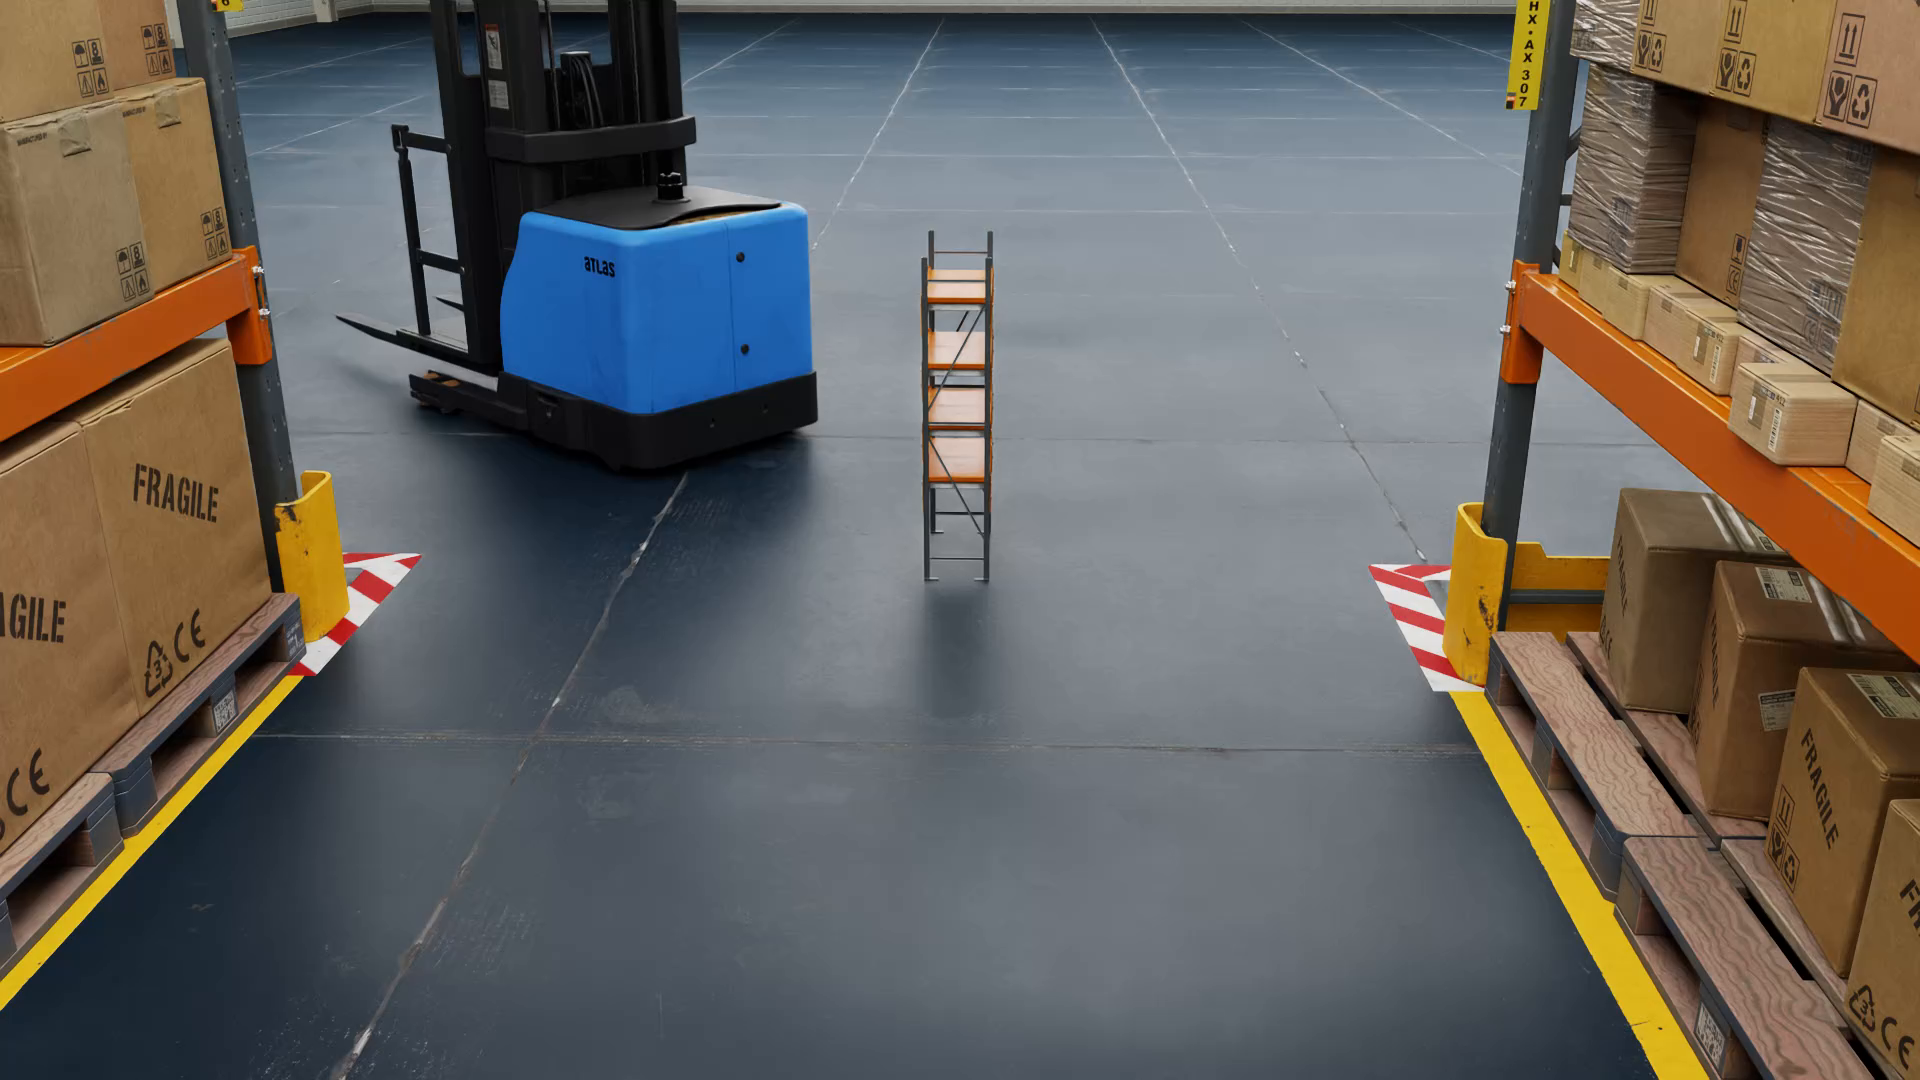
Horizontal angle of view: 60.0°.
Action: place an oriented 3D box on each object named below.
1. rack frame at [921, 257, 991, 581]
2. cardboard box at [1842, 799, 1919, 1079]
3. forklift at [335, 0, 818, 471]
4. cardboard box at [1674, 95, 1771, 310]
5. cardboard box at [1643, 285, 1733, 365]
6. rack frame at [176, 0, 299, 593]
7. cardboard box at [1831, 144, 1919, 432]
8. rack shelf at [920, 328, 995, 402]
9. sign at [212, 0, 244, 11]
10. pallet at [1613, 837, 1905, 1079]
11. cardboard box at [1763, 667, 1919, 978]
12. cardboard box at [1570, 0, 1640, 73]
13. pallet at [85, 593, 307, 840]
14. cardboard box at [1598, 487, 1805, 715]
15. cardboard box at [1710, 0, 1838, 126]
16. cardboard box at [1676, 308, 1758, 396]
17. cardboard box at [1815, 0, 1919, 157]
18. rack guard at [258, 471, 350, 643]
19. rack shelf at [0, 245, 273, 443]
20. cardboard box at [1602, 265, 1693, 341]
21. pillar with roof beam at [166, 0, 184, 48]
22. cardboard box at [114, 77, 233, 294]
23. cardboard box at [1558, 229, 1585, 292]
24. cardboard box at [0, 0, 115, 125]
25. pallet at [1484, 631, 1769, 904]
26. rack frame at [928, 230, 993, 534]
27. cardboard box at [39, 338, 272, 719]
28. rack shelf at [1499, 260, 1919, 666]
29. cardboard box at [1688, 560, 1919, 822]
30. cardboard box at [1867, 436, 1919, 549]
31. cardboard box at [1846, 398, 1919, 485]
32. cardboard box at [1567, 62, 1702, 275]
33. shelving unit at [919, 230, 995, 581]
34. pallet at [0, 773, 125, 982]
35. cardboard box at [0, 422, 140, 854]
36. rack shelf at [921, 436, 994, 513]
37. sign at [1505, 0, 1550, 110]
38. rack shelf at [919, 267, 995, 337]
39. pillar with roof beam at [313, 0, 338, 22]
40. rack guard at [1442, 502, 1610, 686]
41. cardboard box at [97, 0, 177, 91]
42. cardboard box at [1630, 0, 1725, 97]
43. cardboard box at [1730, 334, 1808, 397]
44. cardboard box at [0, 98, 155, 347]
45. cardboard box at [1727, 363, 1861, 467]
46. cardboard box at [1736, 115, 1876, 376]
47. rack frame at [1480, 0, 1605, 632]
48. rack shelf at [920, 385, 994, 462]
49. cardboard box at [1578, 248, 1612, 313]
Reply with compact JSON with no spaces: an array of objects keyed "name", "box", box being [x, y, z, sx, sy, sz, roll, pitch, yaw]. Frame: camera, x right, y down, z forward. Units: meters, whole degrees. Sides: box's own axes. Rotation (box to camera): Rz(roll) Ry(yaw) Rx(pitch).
[{"name":"rack frame","box":[-0.012,-0.411,5.930,0.240,1.200,0.015,1,21,2]},{"name":"cardboard box","box":[2.085,0.824,3.134,0.500,0.500,0.500,-1,21,-3]},{"name":"forklift","box":[-2.082,-2.100,7.888,3.031,2.935,1.130,19,28,40]},{"name":"cardboard box","box":[2.265,-0.820,3.946,0.875,0.500,0.500,1,21,2]},{"name":"cardboard box","box":[1.922,-0.527,4.087,0.380,0.149,0.250,1,21,2]},{"name":"rack frame","box":[-2.750,-1.106,5.234,1.000,3.000,0.127,1,21,2]},{"name":"cardboard box","box":[2.180,-0.459,3.016,0.875,0.500,0.500,1,21,2]},{"name":"rack shelf","box":[-0.005,-0.645,6.101,0.258,0.148,0.480,1,21,2]},{"name":"sign","box":[-2.208,-1.746,4.953,0.100,0.325,0.005,1,21,2]},{"name":"pallet","box":[2.102,1.046,3.543,1.003,0.211,1.213,1,21,2]},{"name":"cardboard box","box":[2.147,0.623,3.653,0.500,0.500,0.500,3,21,7]},{"name":"cardboard box","box":[1.916,-1.471,4.241,0.500,0.500,0.500,1,21,2]},{"name":"pallet","box":[-2.696,0.484,4.991,1.003,0.211,1.213,1,21,2]},{"name":"cardboard box","box":[2.169,0.180,4.794,0.500,0.500,0.500,5,22,12]},{"name":"cardboard box","box":[1.880,-1.109,3.310,0.500,0.500,0.500,1,21,2]},{"name":"cardboard box","box":[1.907,-0.436,3.854,0.380,0.149,0.250,1,21,2]},{"name":"cardboard box","box":[1.870,-0.928,2.844,0.500,0.500,0.500,1,21,2]},{"name":"rack guard","box":[-2.749,0.050,5.708,1.175,0.500,0.348,1,21,2]},{"name":"rack shelf","box":[-2.811,-0.048,3.500,1.077,0.370,4.000,1,21,2]},{"name":"cardboard box","box":[1.908,-0.617,4.321,0.380,0.149,0.250,1,21,2]},{"name":"pillar with roof beam","box":[-8.551,-12.363,25.951,9.100,9.000,0.400,1,21,2]},{"name":"cardboard box","box":[-2.716,-1.042,4.860,0.875,0.550,0.550,1,21,2]},{"name":"cardboard box","box":[1.958,-0.798,4.786,0.380,0.149,0.250,1,21,2]},{"name":"cardboard box","box":[-2.724,-1.346,4.151,0.875,0.550,0.550,1,21,2]},{"name":"pallet","box":[2.142,0.606,4.676,1.003,0.211,1.213,1,21,2]},{"name":"rack frame","box":[0.002,-0.588,6.385,0.240,1.200,0.015,1,21,2]},{"name":"cardboard box","box":[-2.704,-0.066,4.908,0.875,0.875,0.875,1,21,2]},{"name":"rack shelf","box":[2.144,0.043,3.265,1.077,0.370,4.000,1,21,2]},{"name":"cardboard box","box":[2.185,0.396,4.236,0.500,0.500,0.500,6,22,16]},{"name":"cardboard box","box":[1.856,-0.075,2.923,0.380,0.149,0.250,1,21,2]},{"name":"cardboard box","box":[1.940,-0.165,3.154,0.380,0.149,0.250,1,21,2]},{"name":"cardboard box","box":[2.161,-1.002,4.415,0.875,0.500,0.500,1,21,2]},{"name":"shelving unit","box":[-0.005,-0.500,6.158,0.258,1.200,0.503,1,21,2]},{"name":"pallet","box":[-2.736,0.924,3.857,1.003,0.211,1.213,1,21,2]},{"name":"cardboard box","box":[-2.729,0.252,4.088,0.875,0.875,0.875,0,21,1]},{"name":"rack shelf","box":[-0.005,-0.252,6.254,0.258,0.148,0.480,1,21,2]},{"name":"sign","box":[1.662,-1.425,4.858,0.100,0.325,0.005,1,21,2]},{"name":"rack shelf","box":[-0.005,-0.866,6.015,0.258,0.148,0.480,1,21,2]},{"name":"pillar with roof beam","box":[-8.369,-14.532,31.542,9.100,9.000,0.400,1,21,2]},{"name":"rack guard","box":[2.202,0.178,5.380,1.175,0.500,0.348,1,21,2]},{"name":"cardboard box","box":[-2.800,-1.546,4.667,0.875,0.550,0.550,1,21,2]},{"name":"cardboard box","box":[1.893,-1.290,3.776,0.500,0.500,0.500,1,21,2]},{"name":"cardboard box","box":[1.926,-0.346,3.621,0.380,0.149,0.250,1,21,2]},{"name":"cardboard box","box":[-2.711,-0.843,4.346,0.875,0.550,0.550,1,21,2]},{"name":"cardboard box","box":[1.815,-0.256,3.390,0.380,0.149,0.250,1,21,2]},{"name":"cardboard box","box":[2.207,-0.640,3.481,0.875,0.500,0.500,1,21,2]},{"name":"rack frame","box":[2.205,-1.015,4.999,1.000,3.000,0.127,1,21,2]},{"name":"rack shelf","box":[-0.005,-0.437,6.182,0.258,0.148,0.480,1,21,2]},{"name":"cardboard box","box":[1.931,-0.708,4.553,0.380,0.149,0.250,1,21,2]}]
